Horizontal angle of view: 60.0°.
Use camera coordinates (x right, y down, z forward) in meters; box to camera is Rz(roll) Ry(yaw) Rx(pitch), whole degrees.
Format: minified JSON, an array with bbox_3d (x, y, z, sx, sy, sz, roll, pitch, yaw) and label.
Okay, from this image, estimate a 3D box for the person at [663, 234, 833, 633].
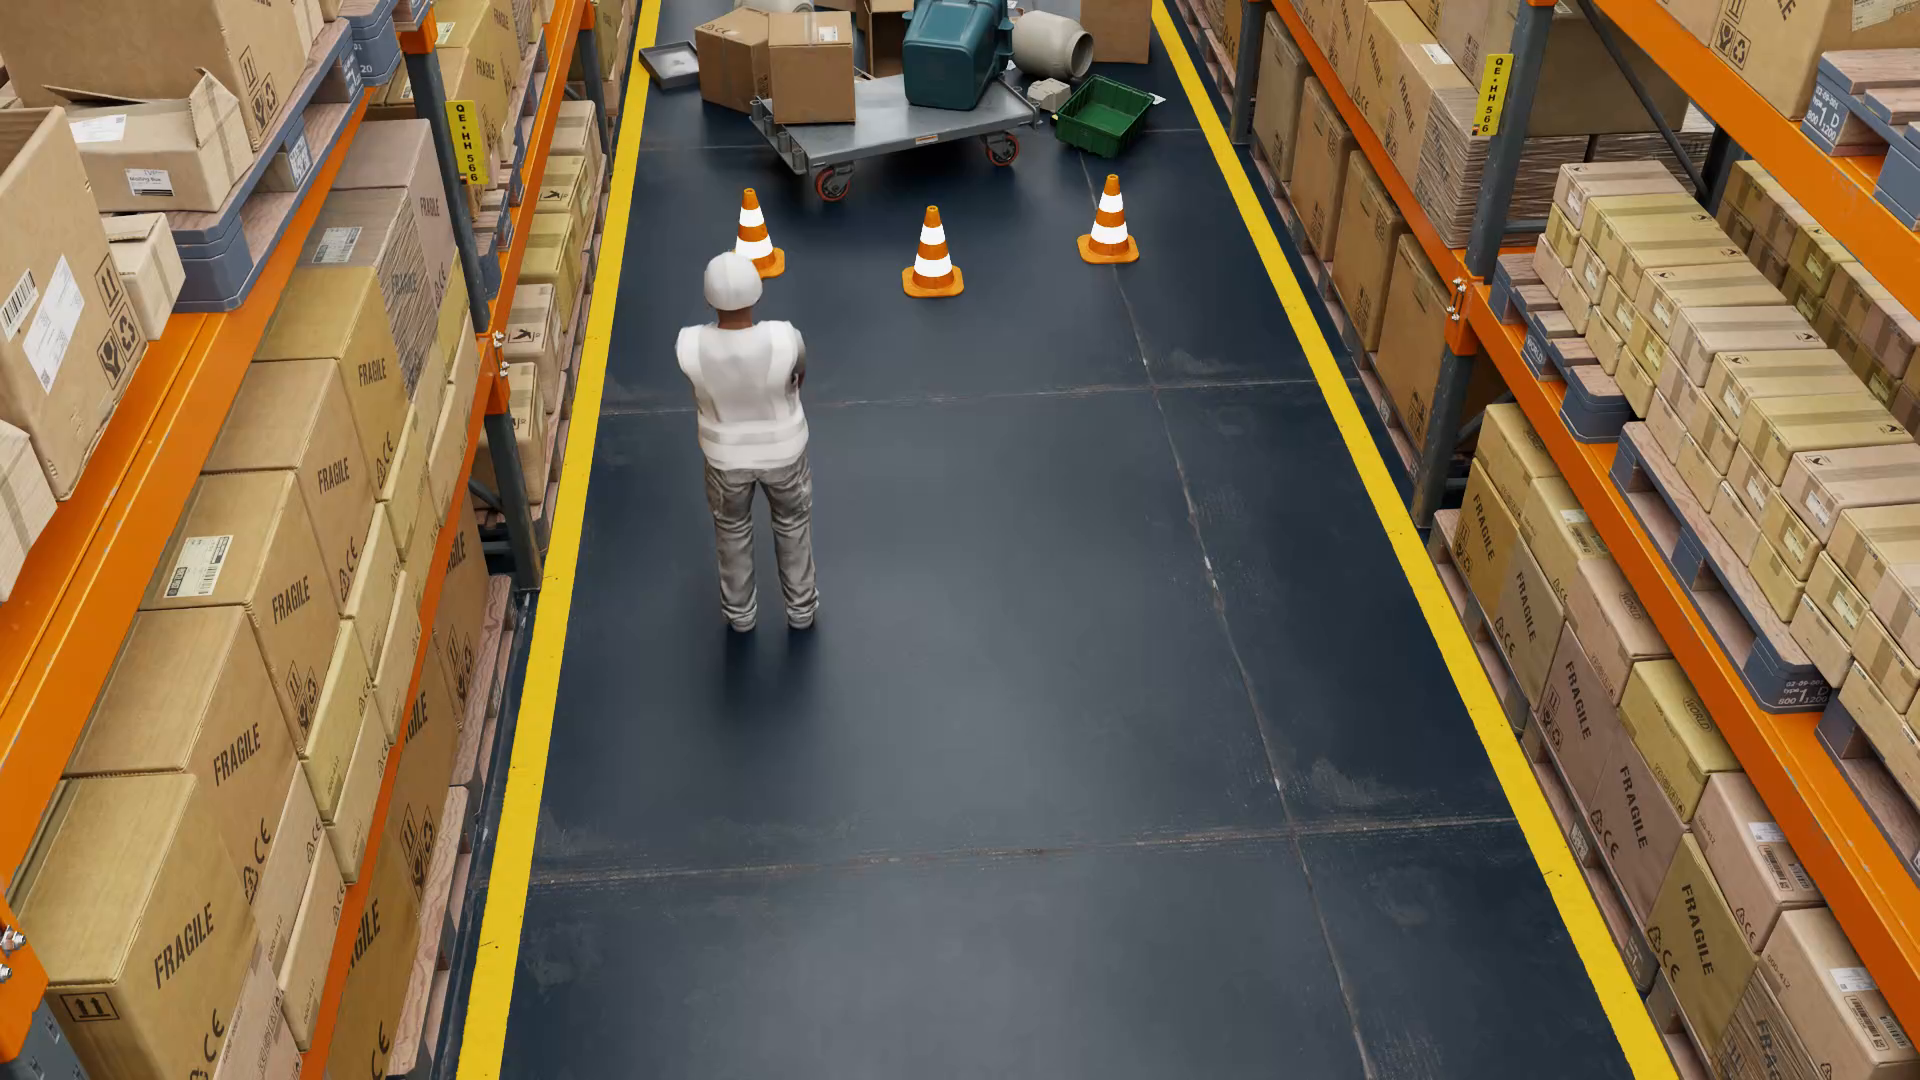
[{"bbox_3d":[-0.843,-0.381,6.618,0.630,1.776,0.443,-5,39,-6],"label":"person"}]
